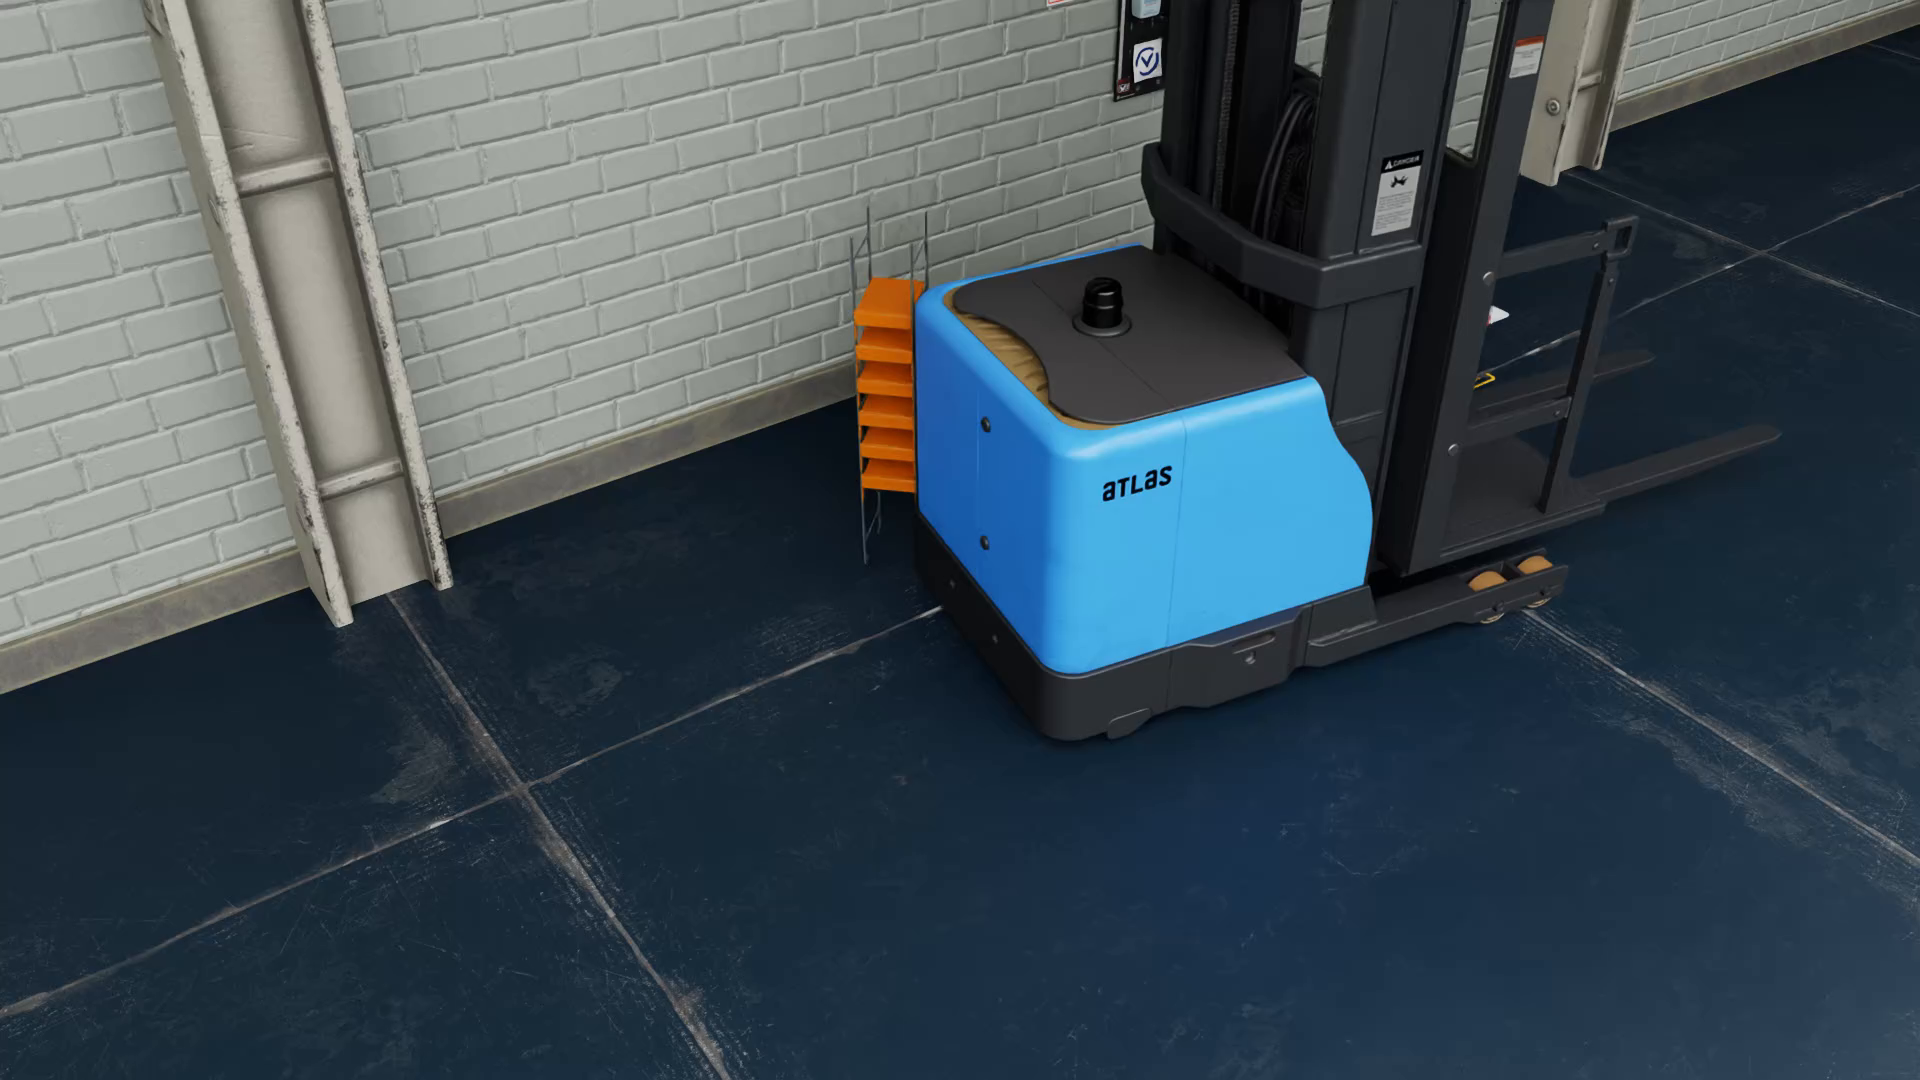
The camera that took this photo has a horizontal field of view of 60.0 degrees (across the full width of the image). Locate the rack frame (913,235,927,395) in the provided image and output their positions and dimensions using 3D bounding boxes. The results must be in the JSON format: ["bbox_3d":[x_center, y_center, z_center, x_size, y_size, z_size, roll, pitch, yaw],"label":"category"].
[{"bbox_3d":[-0.122,-0.453,5.351,0.002,1.046,0.228,6,36,9],"label":"rack frame"}]

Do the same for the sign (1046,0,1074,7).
[{"bbox_3d":[10.361,-2.162,6.103,16.451,0.391,11.513,-22,41,-28],"label":"sign"}]

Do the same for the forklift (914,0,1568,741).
[{"bbox_3d":[1.409,-1.184,4.887,3.031,2.935,1.130,-16,39,-20],"label":"forklift"}]

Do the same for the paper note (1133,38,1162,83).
[{"bbox_3d":[0.744,-1.895,6.570,0.142,0.148,0.016,-22,41,-28],"label":"paper note"}]

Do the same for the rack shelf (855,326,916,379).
[{"bbox_3d":[-0.212,-0.622,5.251,0.180,0.103,0.258,6,36,9],"label":"rack shelf"}]

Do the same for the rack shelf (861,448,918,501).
[{"bbox_3d":[-0.211,-0.232,5.531,0.180,0.103,0.258,6,36,9],"label":"rack shelf"}]

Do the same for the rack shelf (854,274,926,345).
[{"bbox_3d":[-0.213,-0.719,5.181,0.180,0.103,0.258,6,36,9],"label":"rack shelf"}]

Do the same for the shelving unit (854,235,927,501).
[{"bbox_3d":[-0.210,-0.463,5.365,0.183,1.046,0.258,6,36,9],"label":"shelving unit"}]

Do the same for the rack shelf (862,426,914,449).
[{"bbox_3d":[-0.211,-0.351,5.445,0.171,0.034,0.221,6,36,9],"label":"rack shelf"}]
